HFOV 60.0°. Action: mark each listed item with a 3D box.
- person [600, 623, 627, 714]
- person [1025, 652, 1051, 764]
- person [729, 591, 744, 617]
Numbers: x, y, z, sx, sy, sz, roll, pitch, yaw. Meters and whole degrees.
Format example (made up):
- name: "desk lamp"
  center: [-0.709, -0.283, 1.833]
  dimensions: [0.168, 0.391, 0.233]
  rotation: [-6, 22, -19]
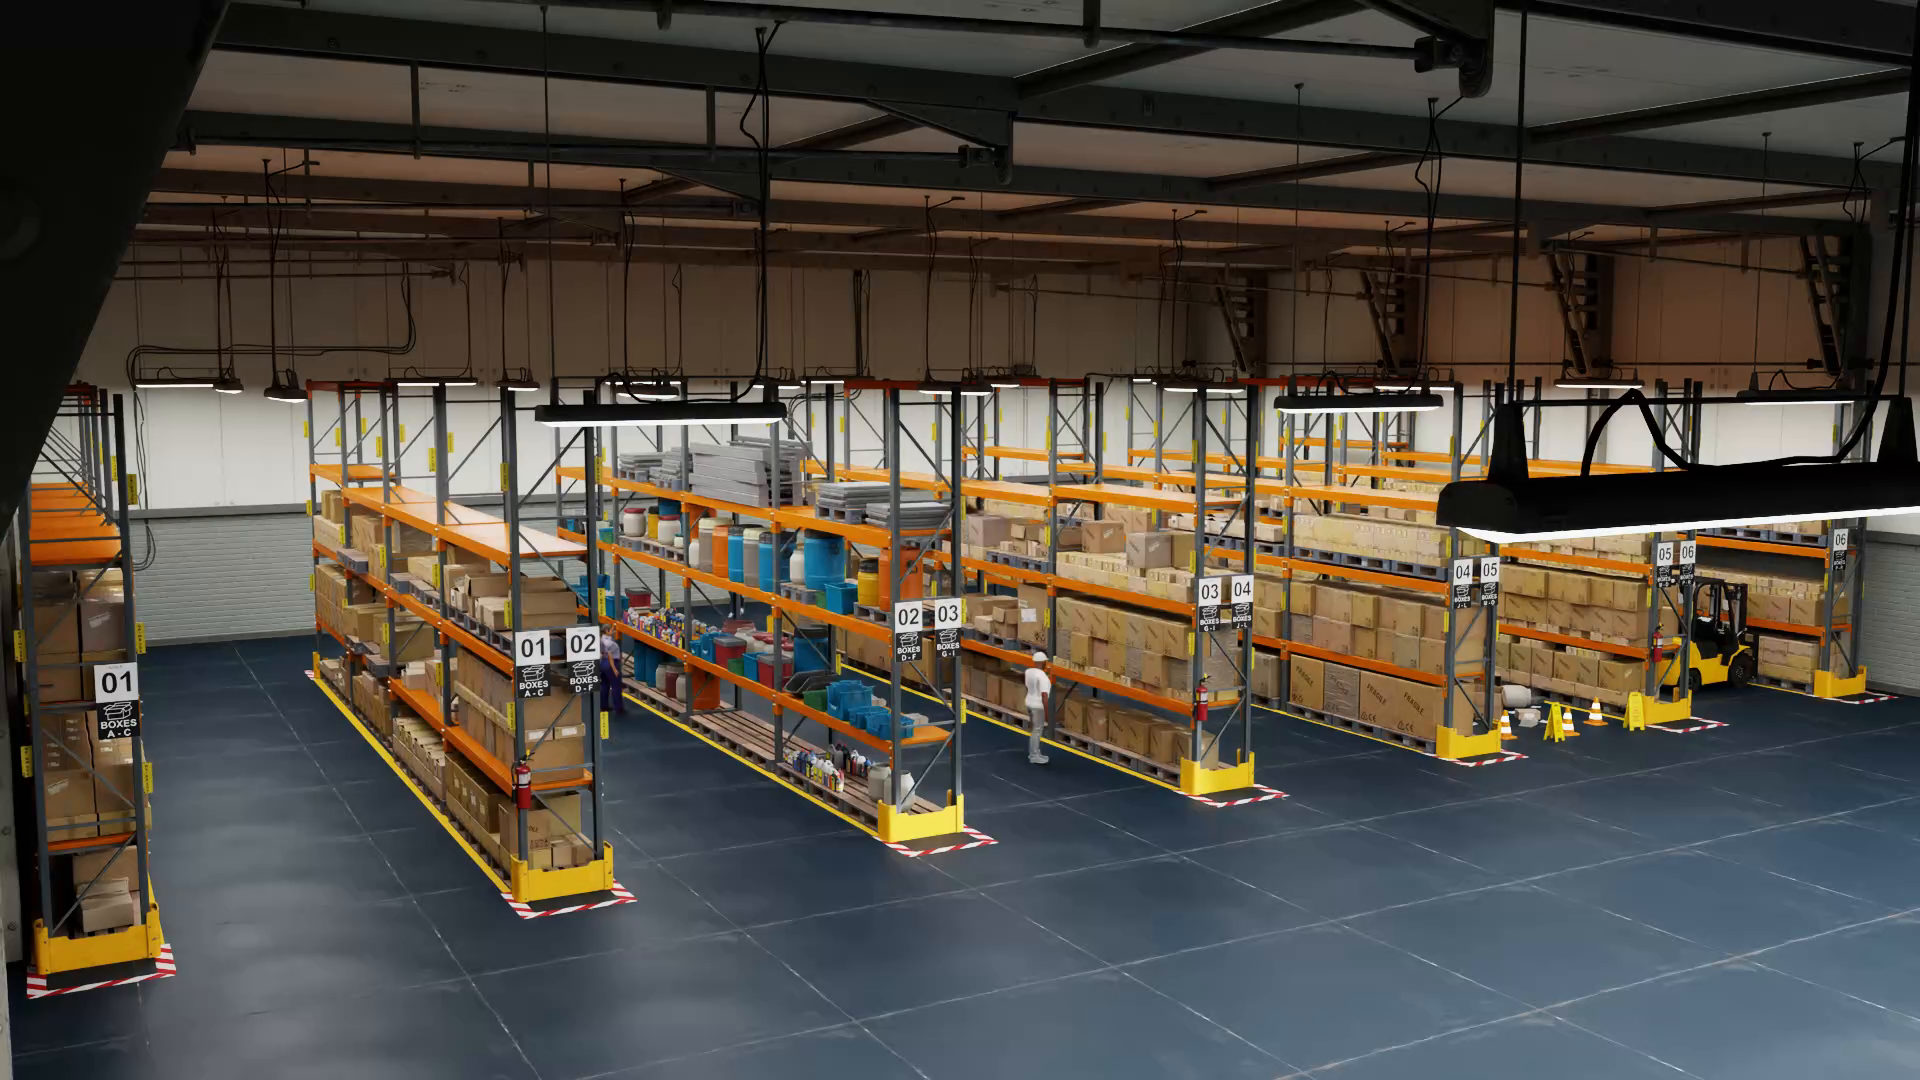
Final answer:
- name: "person"
  center: [-6.287, 2.316, 30.049]
  dimensions: [0.436, 1.644, 0.571]
  rotation: [-4, 8, -36]
- name: "person"
  center: [1.282, 2.651, 26.354]
  dimensions: [0.455, 1.781, 0.603]
  rotation: [-3, 7, -23]
- name: "person"
  center: [-5.584, 1.127, 41.633]
  dimensions: [0.508, 1.586, 0.434]
  rotation: [0, 6, -4]
